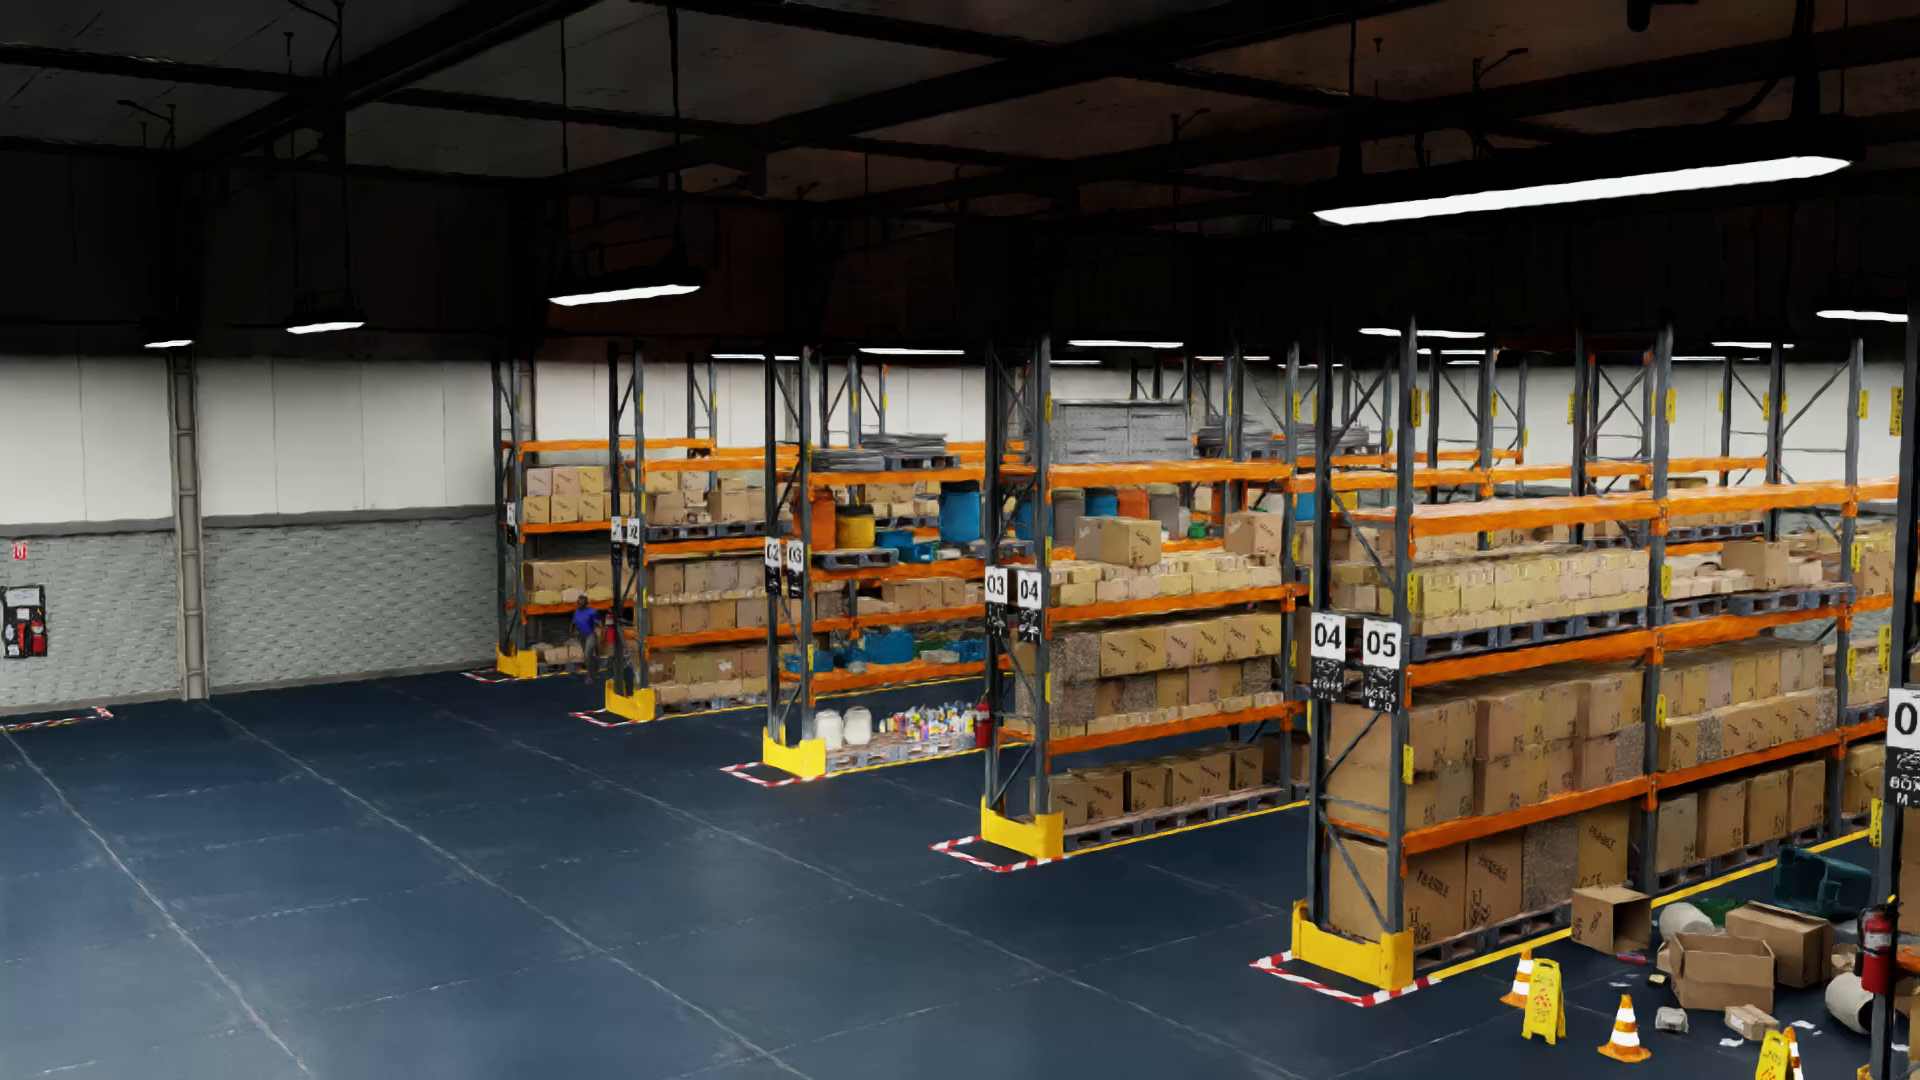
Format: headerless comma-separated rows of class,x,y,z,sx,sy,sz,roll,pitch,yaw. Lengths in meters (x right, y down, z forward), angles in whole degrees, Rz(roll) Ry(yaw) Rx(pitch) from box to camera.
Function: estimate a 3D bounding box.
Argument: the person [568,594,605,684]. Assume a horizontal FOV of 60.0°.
person,-6.637,1.751,29.753,0.614,1.599,0.765,3,6,32
